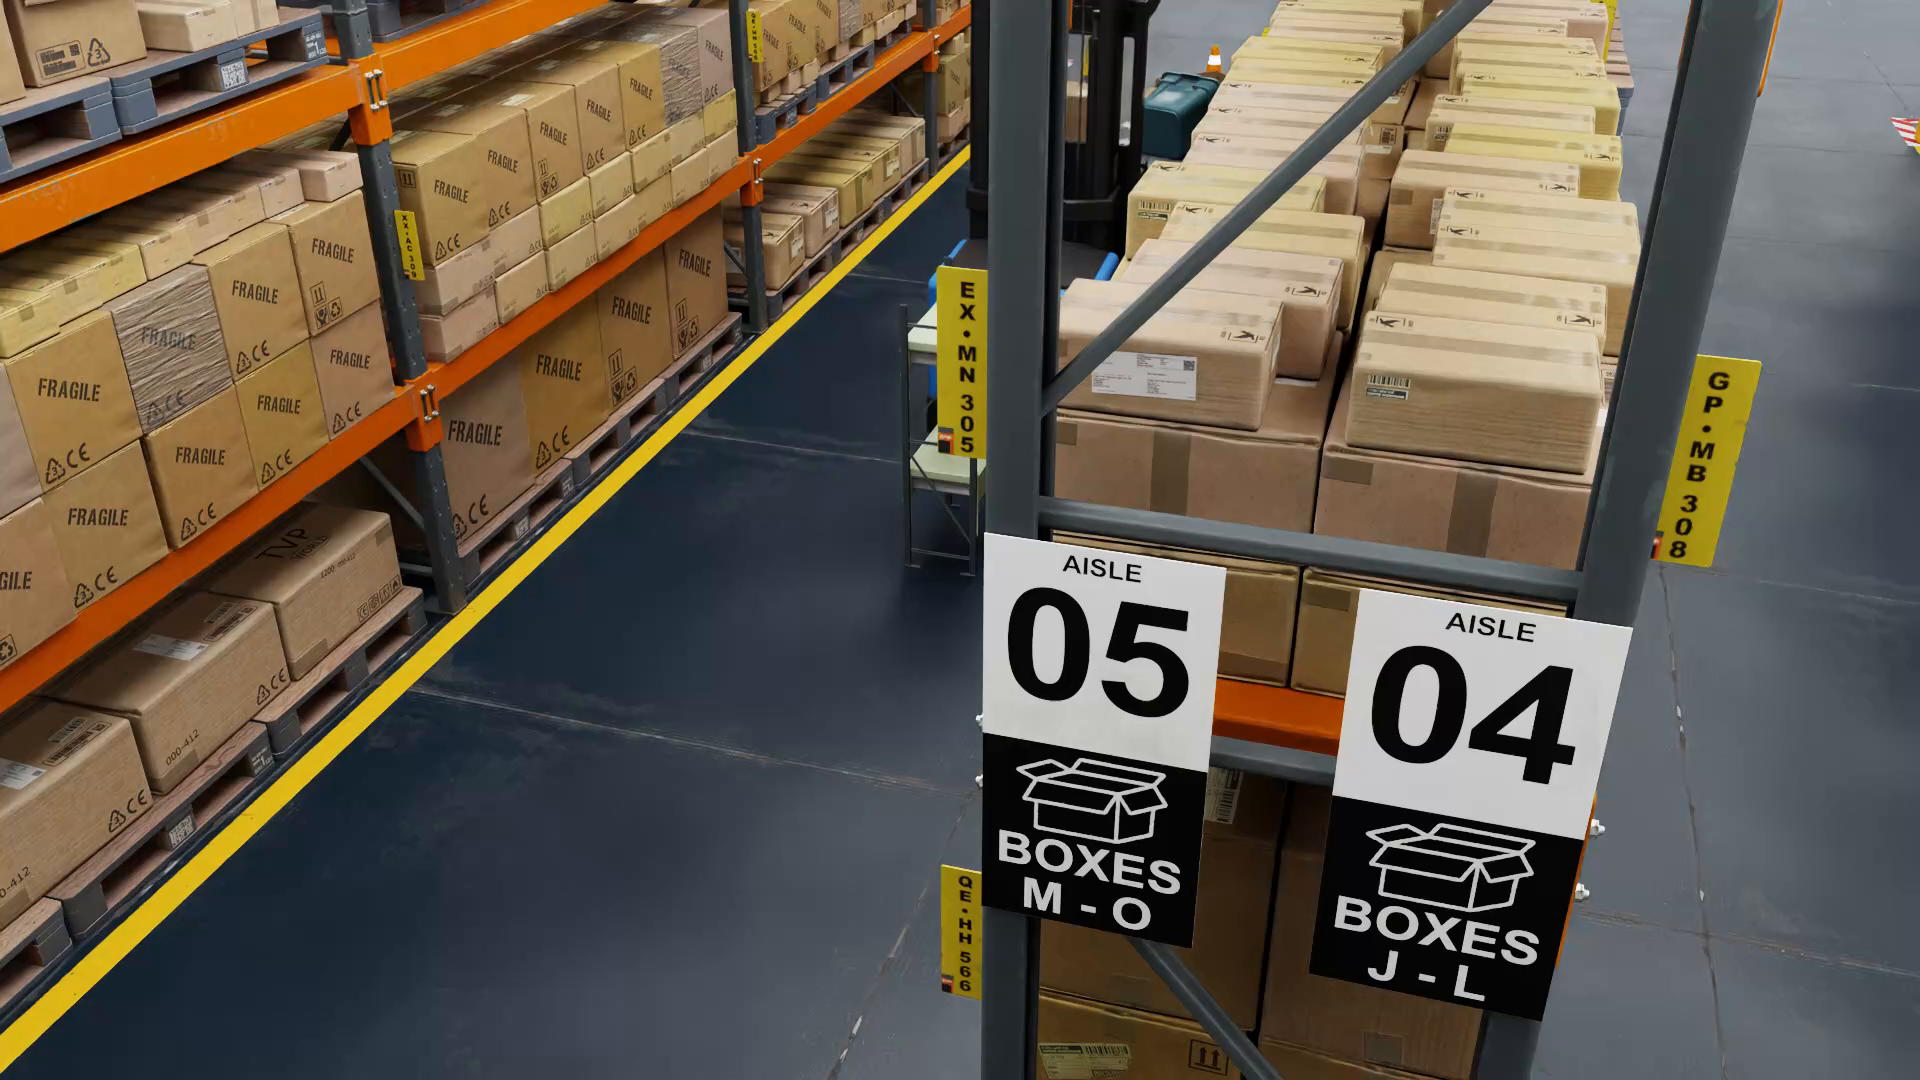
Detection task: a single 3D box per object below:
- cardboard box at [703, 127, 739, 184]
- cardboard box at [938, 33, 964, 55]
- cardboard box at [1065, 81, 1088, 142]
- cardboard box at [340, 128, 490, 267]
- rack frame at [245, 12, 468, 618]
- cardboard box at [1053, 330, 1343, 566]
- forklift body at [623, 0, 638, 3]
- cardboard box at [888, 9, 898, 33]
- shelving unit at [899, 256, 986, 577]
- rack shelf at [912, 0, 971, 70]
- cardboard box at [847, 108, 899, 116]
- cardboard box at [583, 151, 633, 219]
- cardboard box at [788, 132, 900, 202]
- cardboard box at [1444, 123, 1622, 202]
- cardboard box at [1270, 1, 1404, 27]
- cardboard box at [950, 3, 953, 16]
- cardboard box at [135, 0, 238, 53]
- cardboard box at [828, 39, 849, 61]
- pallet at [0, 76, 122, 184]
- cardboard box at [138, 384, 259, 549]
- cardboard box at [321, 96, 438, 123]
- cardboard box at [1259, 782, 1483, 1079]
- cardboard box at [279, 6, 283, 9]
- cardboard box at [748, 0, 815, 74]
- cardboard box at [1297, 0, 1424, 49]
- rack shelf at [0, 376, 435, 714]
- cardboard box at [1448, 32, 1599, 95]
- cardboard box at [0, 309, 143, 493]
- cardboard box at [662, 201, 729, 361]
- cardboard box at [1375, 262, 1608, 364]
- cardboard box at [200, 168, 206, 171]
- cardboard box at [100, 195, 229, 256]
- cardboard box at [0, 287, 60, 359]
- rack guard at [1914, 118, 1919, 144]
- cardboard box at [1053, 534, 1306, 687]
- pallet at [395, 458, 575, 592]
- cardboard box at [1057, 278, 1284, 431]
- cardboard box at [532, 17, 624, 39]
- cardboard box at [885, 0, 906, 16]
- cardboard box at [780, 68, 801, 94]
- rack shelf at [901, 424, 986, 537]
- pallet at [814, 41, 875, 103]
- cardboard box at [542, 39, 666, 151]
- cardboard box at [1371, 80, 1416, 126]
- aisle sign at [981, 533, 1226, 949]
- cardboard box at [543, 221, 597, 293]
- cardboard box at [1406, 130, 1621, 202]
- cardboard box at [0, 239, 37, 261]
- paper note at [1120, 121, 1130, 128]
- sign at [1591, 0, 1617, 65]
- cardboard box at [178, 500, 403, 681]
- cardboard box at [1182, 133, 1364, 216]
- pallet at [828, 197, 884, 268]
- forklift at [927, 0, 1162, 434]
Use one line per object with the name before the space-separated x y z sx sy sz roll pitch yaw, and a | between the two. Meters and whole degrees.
cardboard box | -1.777 -2.534 10.873 0.500 0.250 0.500 7 30 13
cardboard box | -0.178 -4.609 15.407 0.380 0.149 0.250 9 30 16
cardboard box | 1.007 -3.729 14.660 0.500 0.500 0.500 8 30 15
cardboard box | -2.647 -1.657 8.011 0.500 0.500 0.500 9 30 15
rack frame | -3.051 -1.012 7.984 1.000 3.000 0.127 8 30 15
cardboard box | 0.428 -0.208 3.093 0.500 0.250 0.500 8 30 13
forklift body | -3.088 -5.783 17.433 2.313 2.155 1.214 8 30 15
cardboard box | -0.726 -4.280 13.686 0.380 0.149 0.250 8 30 14
shelving unit | 0.002 -0.659 8.891 0.431 1.500 0.755 8 30 15
rack shelf | -0.116 -5.345 16.513 1.077 0.370 4.000 8 30 15
cardboard box | -0.787 -4.025 15.797 0.500 0.250 0.500 10 31 17
cardboard box | -2.206 -2.042 9.475 0.500 0.250 0.500 8 30 13
cardboard box | -1.062 -3.187 14.164 0.950 0.372 0.625 10 31 18
cardboard box | 1.305 -0.839 3.816 0.380 0.149 0.250 9 30 16
cardboard box | 1.142 -1.530 5.059 0.380 0.149 0.250 8 30 13
cardboard box | -0.279 -4.846 15.134 0.380 0.149 0.250 9 30 16
cardboard box | -3.010 -1.975 6.353 0.380 0.149 0.250 9 30 16
cardboard box | -1.083 -3.814 12.847 0.380 0.149 0.250 9 30 16
pallet | -3.661 -1.341 5.580 1.003 0.211 1.213 8 30 15
cardboard box | -3.222 -0.328 6.652 0.500 0.500 0.500 8 30 14
cardboard box | -3.015 -1.978 8.589 0.500 0.500 0.500 9 30 16
cardboard box | 0.922 0.724 3.425 0.500 0.500 0.500 8 30 15
cardboard box | -5.941 -4.375 13.670 0.500 0.250 0.500 8 30 14
cardboard box | -1.378 -3.648 11.881 0.500 0.500 0.500 10 31 17
cardboard box | 1.262 -1.644 5.264 0.380 0.149 0.250 8 30 14
rack shelf | -3.638 0.231 6.489 1.077 0.370 4.000 8 30 15
cardboard box | 1.582 -1.321 4.684 0.380 0.149 0.250 7 30 13
cardboard box | -3.378 -0.530 5.986 0.500 0.500 0.500 9 30 15
cardboard box | -2.159 -1.817 11.185 0.875 0.875 0.875 8 30 14
cardboard box | 0.941 -0.366 2.967 0.380 0.149 0.250 10 31 17
cardboard box | -3.452 -1.545 7.144 0.380 0.149 0.250 9 30 16
cardboard box | -3.158 -1.246 6.606 0.380 0.149 0.250 8 30 14
cardboard box | -3.361 -0.758 5.728 0.380 0.149 0.250 8 30 14
rack guard | 9.922 -4.047 16.011 1.175 0.500 0.348 8 30 15
cardboard box | 0.417 0.011 3.213 0.500 0.250 0.500 8 30 14
pallet | -2.897 -0.163 9.326 1.003 0.211 1.213 8 30 15
cardboard box | 0.353 -0.329 2.899 0.380 0.149 0.250 8 30 14
cardboard box | -2.392 -2.926 10.292 0.500 0.500 0.500 9 30 15
cardboard box | -0.764 -4.609 13.610 0.500 0.500 0.500 9 30 15
cardboard box | -1.365 -3.317 11.953 0.380 0.149 0.250 7 30 12
rack shelf | 0.002 -0.374 9.049 0.431 0.370 0.720 8 30 15
pallet | -1.335 -3.713 13.037 1.003 0.211 1.213 8 30 15
cardboard box | -2.074 -2.605 9.716 0.500 0.500 0.500 9 30 15
cardboard box | 1.028 -1.165 4.813 0.500 0.250 0.500 9 30 16
aisle sign | 0.228 0.361 2.842 0.394 0.787 0.004 8 30 15
cardboard box | -2.354 -1.590 9.177 0.500 0.250 0.500 8 30 14
cardboard box | 1.373 -0.836 4.222 0.500 0.250 0.500 7 30 13
cardboard box | -3.719 -1.066 6.282 0.380 0.149 0.250 8 30 15
paper note | 1.704 -4.190 16.762 0.148 0.019 0.142 20 35 32
sign | 2.231 -1.816 5.811 0.100 0.325 0.005 8 30 15
cardboard box | -3.338 0.200 8.008 0.875 0.438 0.875 8 30 14
cardboard box | 0.700 -0.796 3.740 0.380 0.149 0.250 8 30 14
pallet | -1.286 -2.581 13.672 1.003 0.211 1.213 8 30 15
forklift | 0.665 -2.509 10.745 1.130 2.935 3.031 7 30 13
